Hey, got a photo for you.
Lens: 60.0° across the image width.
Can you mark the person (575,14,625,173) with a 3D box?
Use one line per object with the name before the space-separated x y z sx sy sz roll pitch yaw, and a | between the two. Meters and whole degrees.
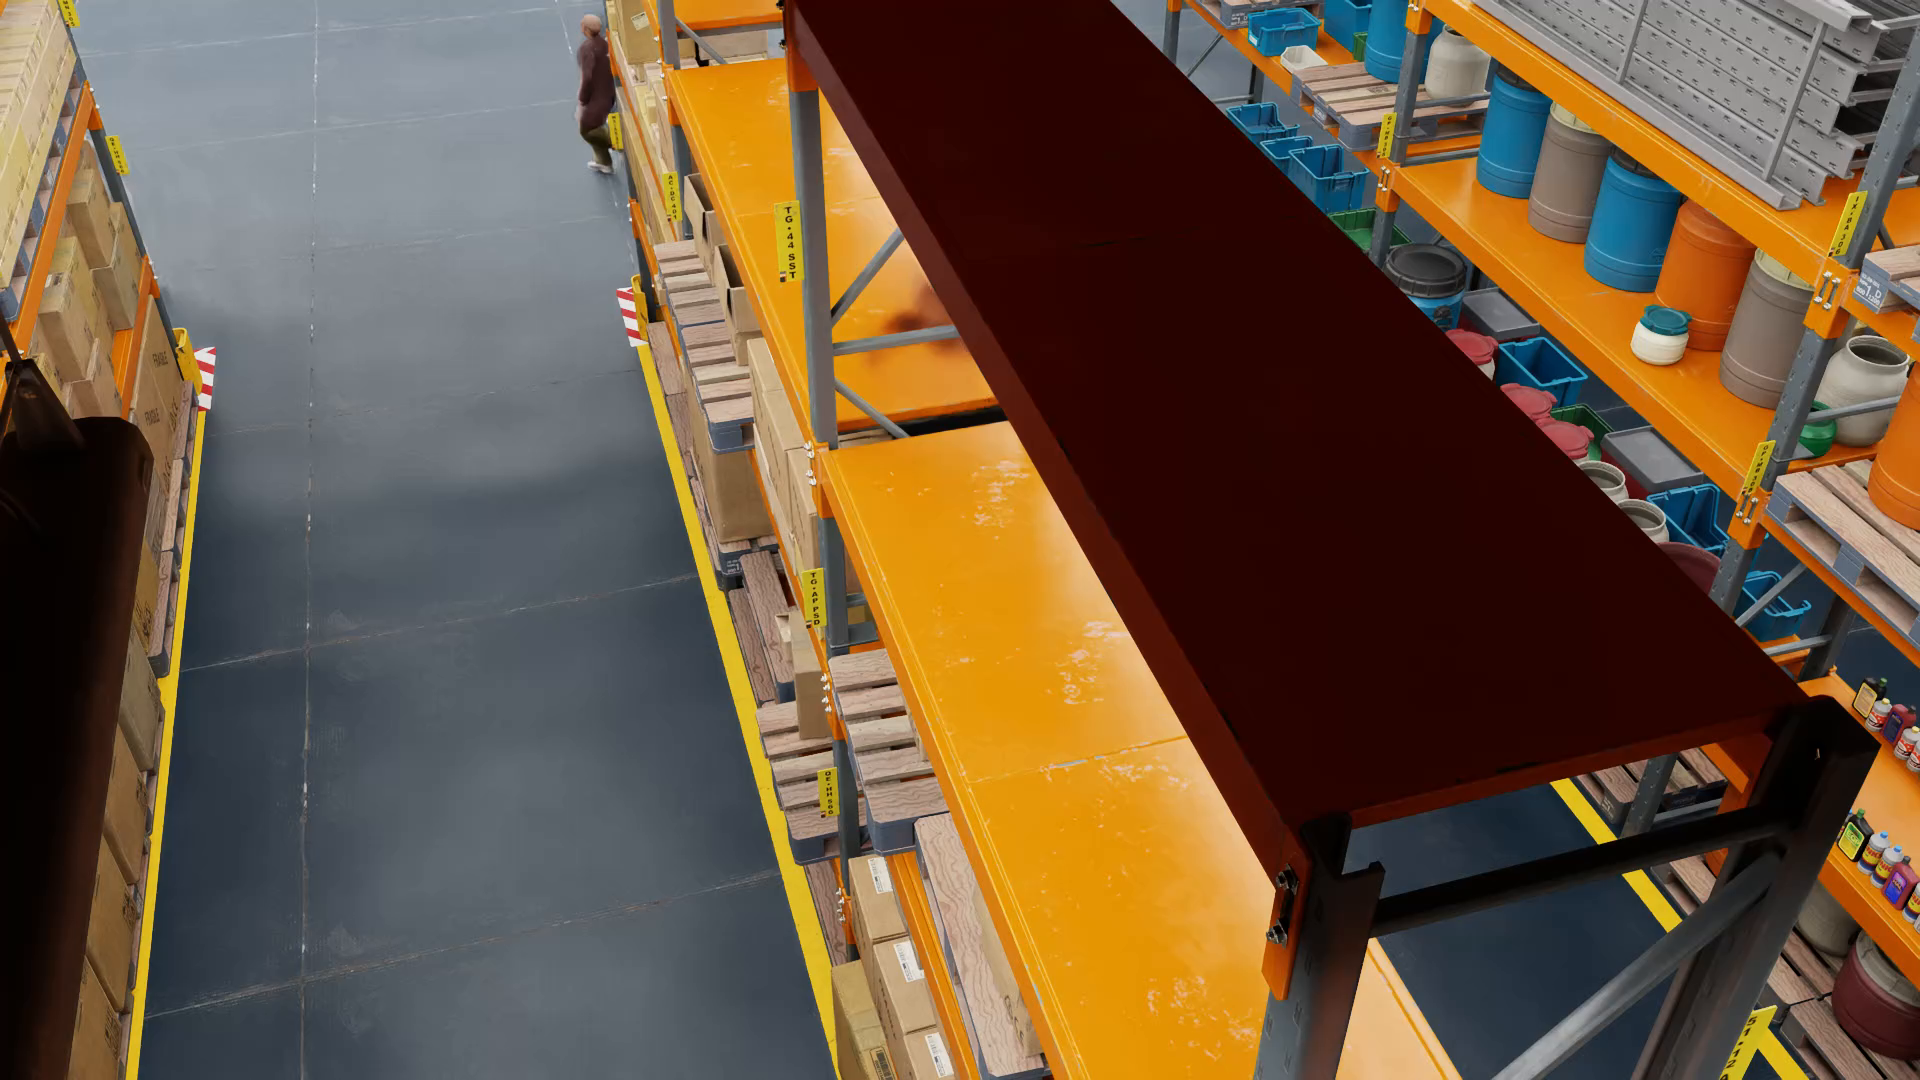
person | -3.696 -4.596 17.253 0.714 1.733 0.742 14 40 17
